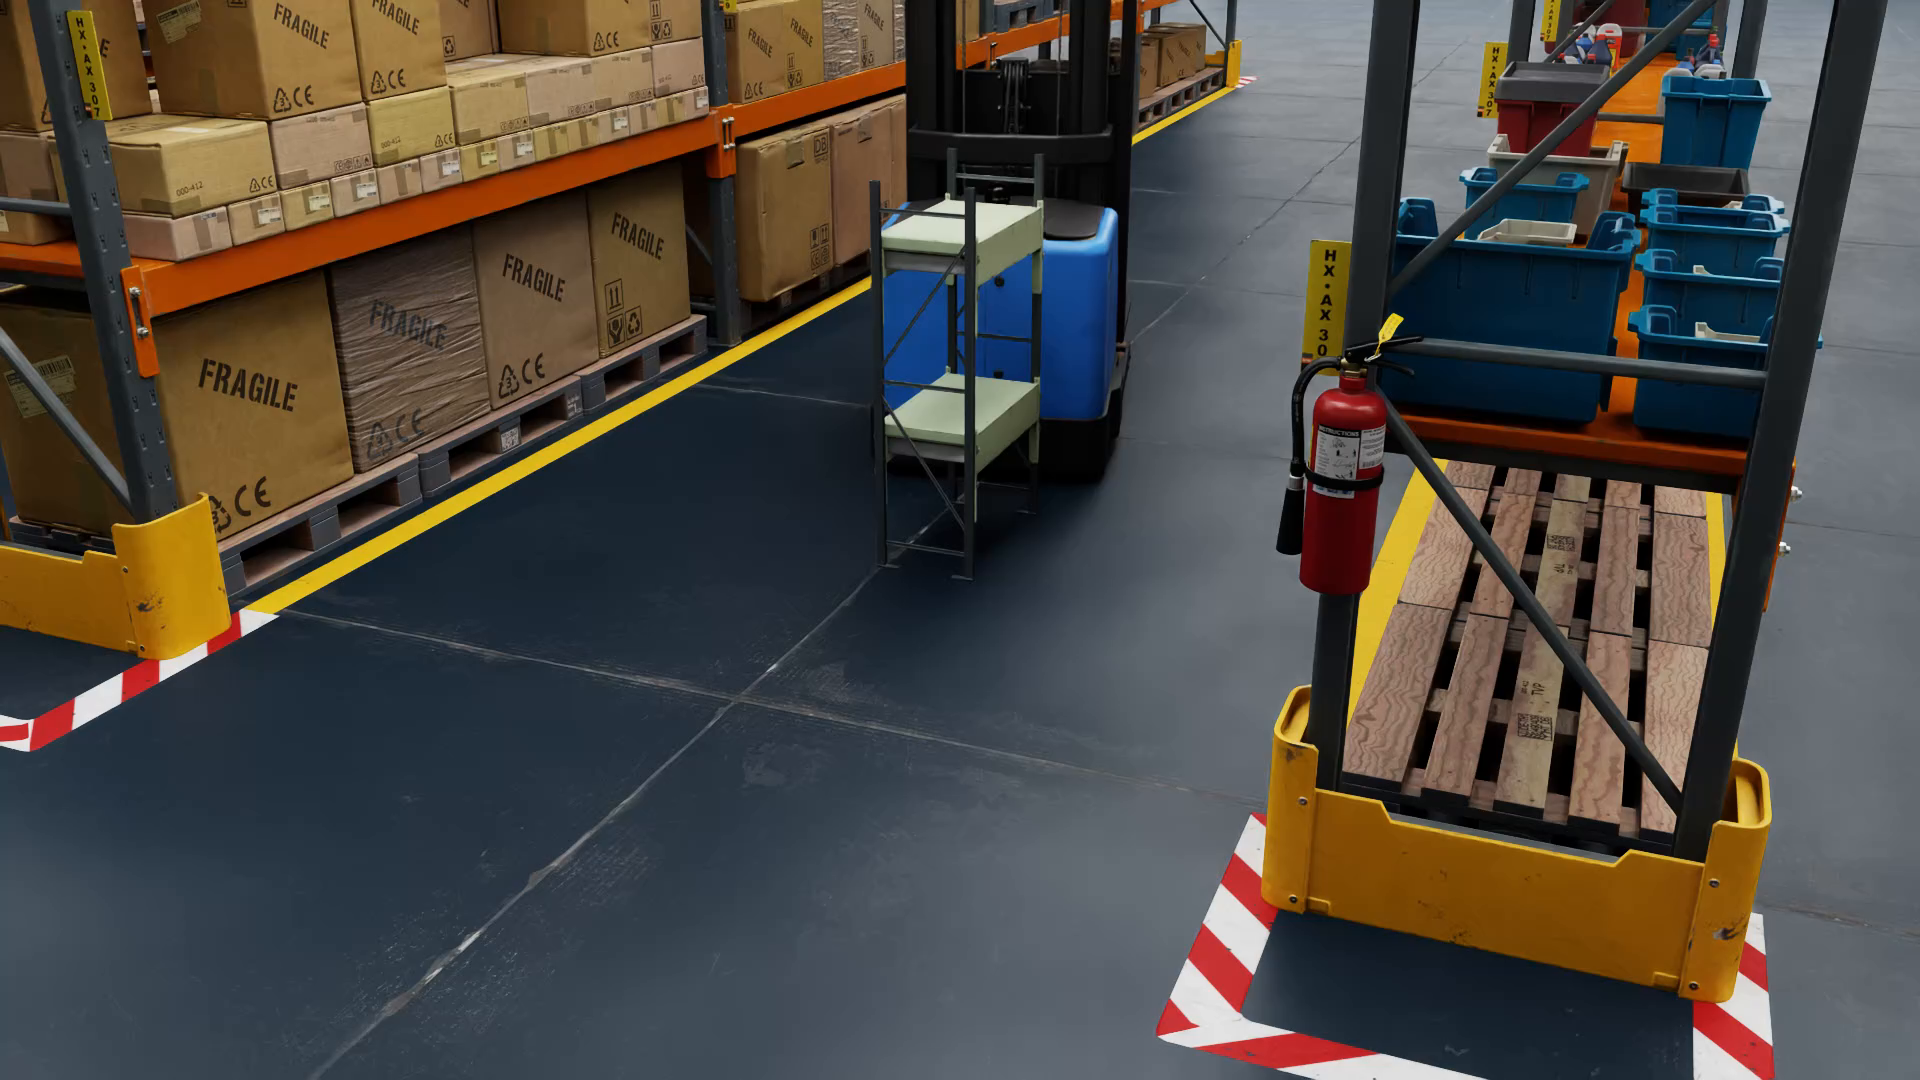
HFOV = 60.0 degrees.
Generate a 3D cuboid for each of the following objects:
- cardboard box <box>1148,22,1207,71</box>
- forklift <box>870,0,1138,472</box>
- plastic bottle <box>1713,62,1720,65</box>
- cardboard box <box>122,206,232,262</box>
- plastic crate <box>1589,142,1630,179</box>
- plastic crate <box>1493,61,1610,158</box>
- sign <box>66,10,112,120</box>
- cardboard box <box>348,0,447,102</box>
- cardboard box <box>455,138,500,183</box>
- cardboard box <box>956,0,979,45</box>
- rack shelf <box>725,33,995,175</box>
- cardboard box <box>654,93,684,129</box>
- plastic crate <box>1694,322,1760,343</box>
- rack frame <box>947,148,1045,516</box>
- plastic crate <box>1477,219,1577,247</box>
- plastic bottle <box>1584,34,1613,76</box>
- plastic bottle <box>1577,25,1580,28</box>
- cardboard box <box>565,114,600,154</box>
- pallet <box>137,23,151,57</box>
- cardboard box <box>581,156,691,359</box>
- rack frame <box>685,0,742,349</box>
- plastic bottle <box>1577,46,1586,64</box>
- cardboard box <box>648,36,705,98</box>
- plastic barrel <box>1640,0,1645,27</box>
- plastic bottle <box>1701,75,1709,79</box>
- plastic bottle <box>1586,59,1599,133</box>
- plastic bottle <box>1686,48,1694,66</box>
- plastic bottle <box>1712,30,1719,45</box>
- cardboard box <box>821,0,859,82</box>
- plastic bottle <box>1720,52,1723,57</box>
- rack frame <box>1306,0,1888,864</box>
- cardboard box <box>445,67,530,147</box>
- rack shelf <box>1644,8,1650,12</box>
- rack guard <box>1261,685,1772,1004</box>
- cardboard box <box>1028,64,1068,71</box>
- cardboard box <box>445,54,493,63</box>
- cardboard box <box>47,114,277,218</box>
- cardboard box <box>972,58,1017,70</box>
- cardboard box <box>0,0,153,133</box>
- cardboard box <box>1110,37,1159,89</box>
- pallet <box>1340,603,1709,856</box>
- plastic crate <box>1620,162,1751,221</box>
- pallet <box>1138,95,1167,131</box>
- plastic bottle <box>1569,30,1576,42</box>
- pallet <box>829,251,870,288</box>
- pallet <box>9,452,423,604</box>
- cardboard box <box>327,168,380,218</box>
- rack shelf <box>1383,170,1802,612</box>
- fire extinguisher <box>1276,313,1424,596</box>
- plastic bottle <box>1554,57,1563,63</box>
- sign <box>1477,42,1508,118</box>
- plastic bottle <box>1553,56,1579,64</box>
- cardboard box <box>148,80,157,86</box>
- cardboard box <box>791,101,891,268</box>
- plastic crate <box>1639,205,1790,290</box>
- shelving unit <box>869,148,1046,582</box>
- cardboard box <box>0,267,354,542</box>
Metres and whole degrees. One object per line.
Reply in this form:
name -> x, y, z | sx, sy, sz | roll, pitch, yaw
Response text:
cardboard box -> 2.489, -5.658, 19.101 | 0.500, 0.500, 0.500 | 14, 26, 30
forklift -> 0.319, -2.183, 8.172 | 1.130, 2.935, 3.031 | 3, 23, 7
plastic bottle -> 3.902, -2.339, 8.624 | 0.097, 0.271, 0.097 | 0, 23, 0
cardboard box -> -2.768, -1.076, 5.761 | 0.380, 0.149, 0.250 | 9, 24, 21
plastic crate -> 2.573, -1.595, 6.941 | 0.396, 0.136, 0.243 | 9, 24, 20
plastic crate -> 2.314, -1.608, 6.548 | 0.402, 0.464, 0.583 | 9, 24, 20
sign -> -2.693, -1.467, 5.144 | 0.100, 0.325, 0.005 | 9, 24, 20
cardboard box -> -2.405, -2.025, 6.542 | 0.500, 0.500, 0.500 | 8, 24, 19
cardboard box -> -2.198, -1.627, 7.079 | 0.380, 0.149, 0.250 | 8, 24, 19
cardboard box -> -0.188, -3.809, 11.849 | 0.500, 0.500, 0.500 | 10, 25, 22
rack shelf -> -0.978, -2.928, 10.801 | 1.077, 0.370, 4.000 | 9, 24, 20
cardboard box -> -1.625, -2.180, 8.402 | 0.380, 0.149, 0.250 | 9, 24, 21
plastic crate -> 1.986, -0.454, 4.208 | 0.250, 0.136, 0.298 | 9, 24, 20
rack frame -> 0.138, -0.825, 6.780 | 0.400, 1.500, 0.023 | 9, 24, 20
plastic crate -> 1.822, -0.941, 5.374 | 0.298, 0.136, 0.250 | 9, 24, 20
plastic bottle -> 3.516, -2.608, 9.167 | 0.144, 0.351, 0.185 | 9, 24, 20
plastic bottle -> 3.835, -3.061, 10.353 | 0.097, 0.271, 0.097 | 0, 23, 0
cardboard box -> -1.911, -1.904, 7.742 | 0.380, 0.149, 0.250 | 9, 24, 21
pallet -> -5.869, -3.454, 11.377 | 1.003, 0.211, 1.213 | 9, 24, 20
cardboard box -> -2.040, -1.533, 8.739 | 0.875, 0.875, 0.875 | 9, 24, 20
rack frame -> -1.720, -2.544, 8.949 | 1.000, 3.000, 0.127 | 9, 24, 20
plastic bottle -> 3.388, -2.604, 9.254 | 0.152, 0.276, 0.135 | 9, 24, 20
cardboard box -> -1.641, -2.416, 8.452 | 0.500, 0.250, 0.500 | 8, 24, 19
plastic barrel -> 4.548, -3.717, 11.611 | 0.421, 0.512, 0.421 | 0, 23, 0
plastic bottle -> 3.325, -1.906, 7.486 | 0.144, 0.351, 0.185 | 9, 24, 20
plastic bottle -> 3.050, -2.167, 8.111 | 0.144, 0.351, 0.185 | 9, 24, 20
plastic bottle -> 3.983, -2.552, 9.119 | 0.061, 0.283, 0.133 | 9, 24, 20
plastic bottle -> 4.524, -2.924, 10.010 | 0.061, 0.283, 0.133 | 9, 24, 20
cardboard box -> -0.945, -3.078, 10.097 | 0.500, 0.500, 0.500 | 8, 24, 19
plastic bottle -> 4.067, -2.484, 8.956 | 0.061, 0.283, 0.133 | 9, 24, 20
rack frame -> 1.392, -0.403, 3.824 | 1.000, 3.000, 0.127 | 9, 24, 20
cardboard box -> -2.211, -1.867, 7.138 | 0.500, 0.250, 0.500 | 8, 24, 19
rack shelf -> 6.593, -5.081, 15.957 | 1.077, 0.370, 4.000 | 9, 24, 20
rack guard -> 1.396, 0.760, 4.281 | 1.175, 0.500, 0.348 | 9, 24, 20
cardboard box -> 0.808, -4.072, 15.279 | 0.700, 0.500, 0.500 | 9, 24, 20
cardboard box -> -2.515, -2.118, 7.737 | 0.500, 0.250, 0.500 | 9, 24, 21
cardboard box -> -2.777, -1.314, 5.812 | 0.500, 0.250, 0.500 | 8, 24, 19
cardboard box -> 0.174, -3.806, 13.670 | 0.500, 0.250, 0.500 | 12, 25, 26
cardboard box -> -3.269, -1.739, 5.856 | 0.500, 0.500, 0.500 | 9, 24, 21
cardboard box -> 1.800, -5.024, 17.584 | 0.500, 0.500, 0.500 | 7, 24, 15
pallet -> 1.735, 0.594, 5.055 | 1.003, 0.211, 1.213 | 9, 24, 20
plastic crate -> 2.712, -1.297, 6.241 | 0.437, 0.125, 0.590 | 9, 24, 20
pallet -> 1.468, -4.365, 16.927 | 1.003, 0.211, 1.213 | 9, 24, 20
plastic bottle -> 3.639, -2.897, 9.945 | 0.061, 0.283, 0.133 | 9, 24, 20
pallet -> -1.052, -1.982, 11.222 | 1.003, 0.211, 1.213 | 9, 24, 20
pallet -> -2.982, -0.123, 6.771 | 1.003, 0.211, 1.213 | 9, 24, 20
cardboard box -> -2.483, -1.354, 6.425 | 0.380, 0.149, 0.250 | 8, 24, 19
rack shelf -> 2.135, -0.787, 5.676 | 1.077, 0.370, 4.000 | 9, 24, 20
fire extinguisher -> 0.914, -0.207, 3.937 | 0.296, 0.674, 0.183 | 9, 24, 20
plastic bottle -> 2.916, -2.188, 8.160 | 0.144, 0.351, 0.185 | 9, 24, 20
sign -> 2.368, -2.042, 7.388 | 0.100, 0.325, 0.005 | 9, 24, 20
plastic bottle -> 3.184, -2.407, 8.782 | 0.152, 0.276, 0.135 | 9, 24, 20
cardboard box -> -5.860, -3.353, 12.610 | 0.500, 0.250, 0.500 | 8, 24, 18
cardboard box -> -1.170, -2.309, 10.598 | 1.225, 0.875, 0.875 | 8, 24, 18
plastic crate -> 2.279, -0.866, 5.072 | 0.416, 0.233, 0.300 | 9, 24, 20
shelving unit -> 0.002, -0.694, 6.467 | 0.431, 1.500, 0.755 | 9, 24, 20
cardboard box -> -3.043, -0.566, 6.426 | 0.875, 0.875, 0.875 | 9, 24, 20
